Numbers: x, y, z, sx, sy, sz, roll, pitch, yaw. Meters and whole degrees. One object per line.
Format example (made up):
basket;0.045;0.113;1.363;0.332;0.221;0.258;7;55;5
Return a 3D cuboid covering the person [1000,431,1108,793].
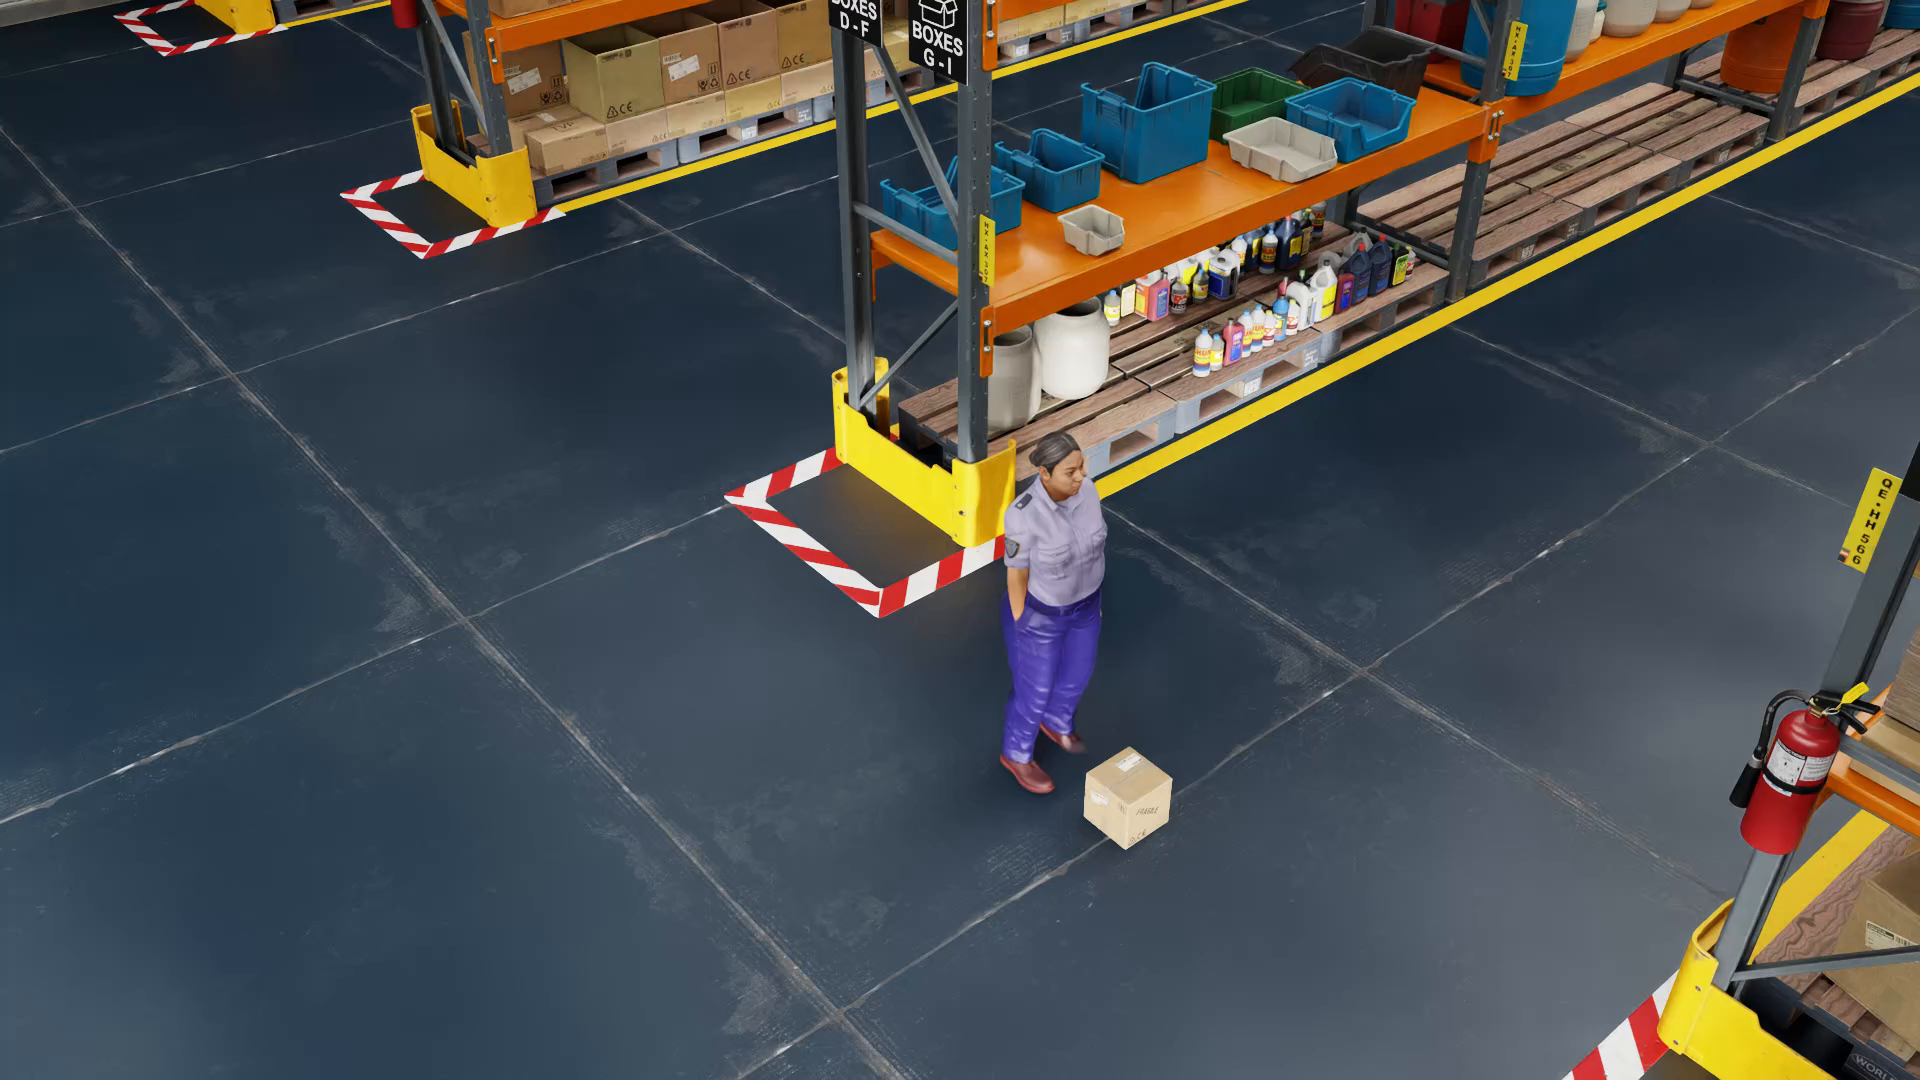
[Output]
person;0.388;0.295;6.726;0.467;1.682;0.354;-25;43;-30
